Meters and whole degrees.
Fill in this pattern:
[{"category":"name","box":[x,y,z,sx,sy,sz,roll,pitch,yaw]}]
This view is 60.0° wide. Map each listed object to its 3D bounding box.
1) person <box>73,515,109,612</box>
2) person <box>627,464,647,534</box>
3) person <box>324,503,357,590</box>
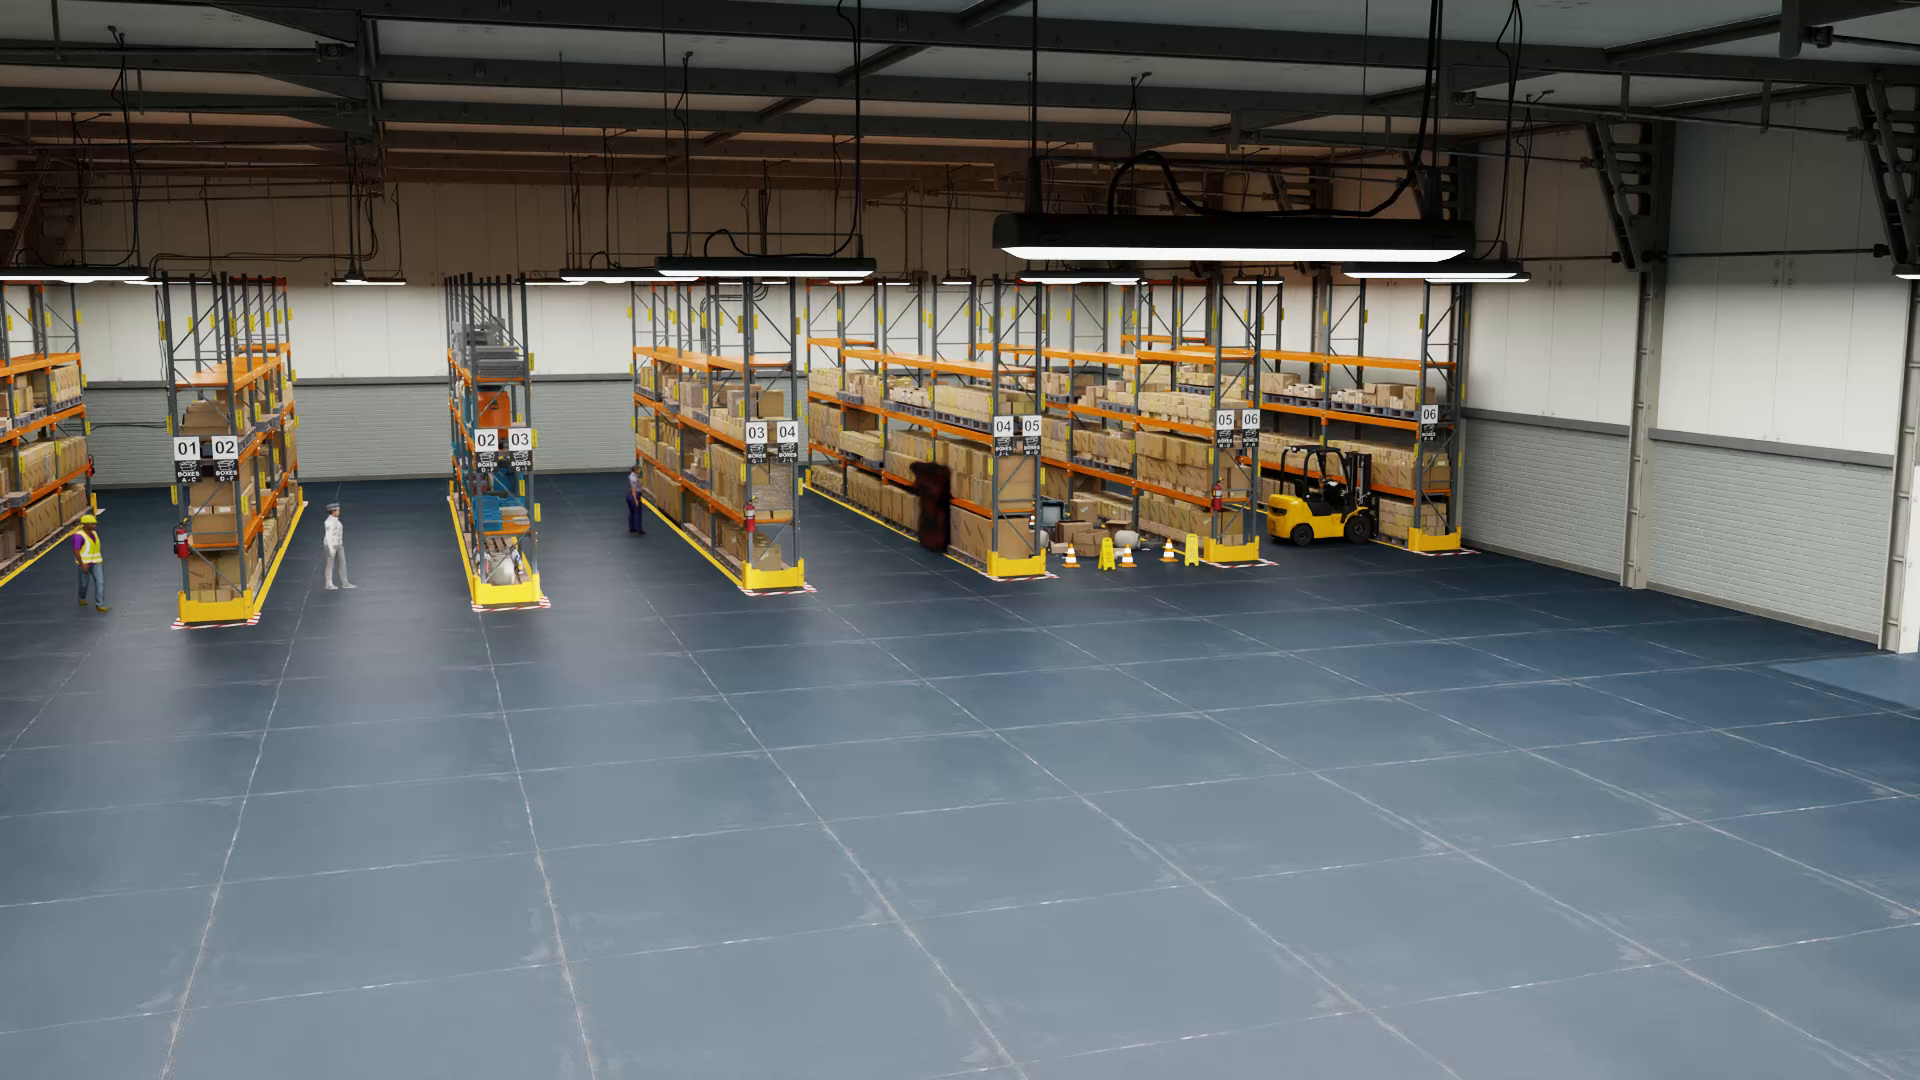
[{"category":"person","box":[-15.561,0.416,29.670,0.493,1.736,0.975,-7,11,-38]},{"category":"person","box":[-7.590,-0.959,38.980,0.412,1.642,0.585,-3,9,-22]},{"category":"person","box":[-11.912,0.130,31.761,0.569,1.666,0.491,2,9,15]}]
